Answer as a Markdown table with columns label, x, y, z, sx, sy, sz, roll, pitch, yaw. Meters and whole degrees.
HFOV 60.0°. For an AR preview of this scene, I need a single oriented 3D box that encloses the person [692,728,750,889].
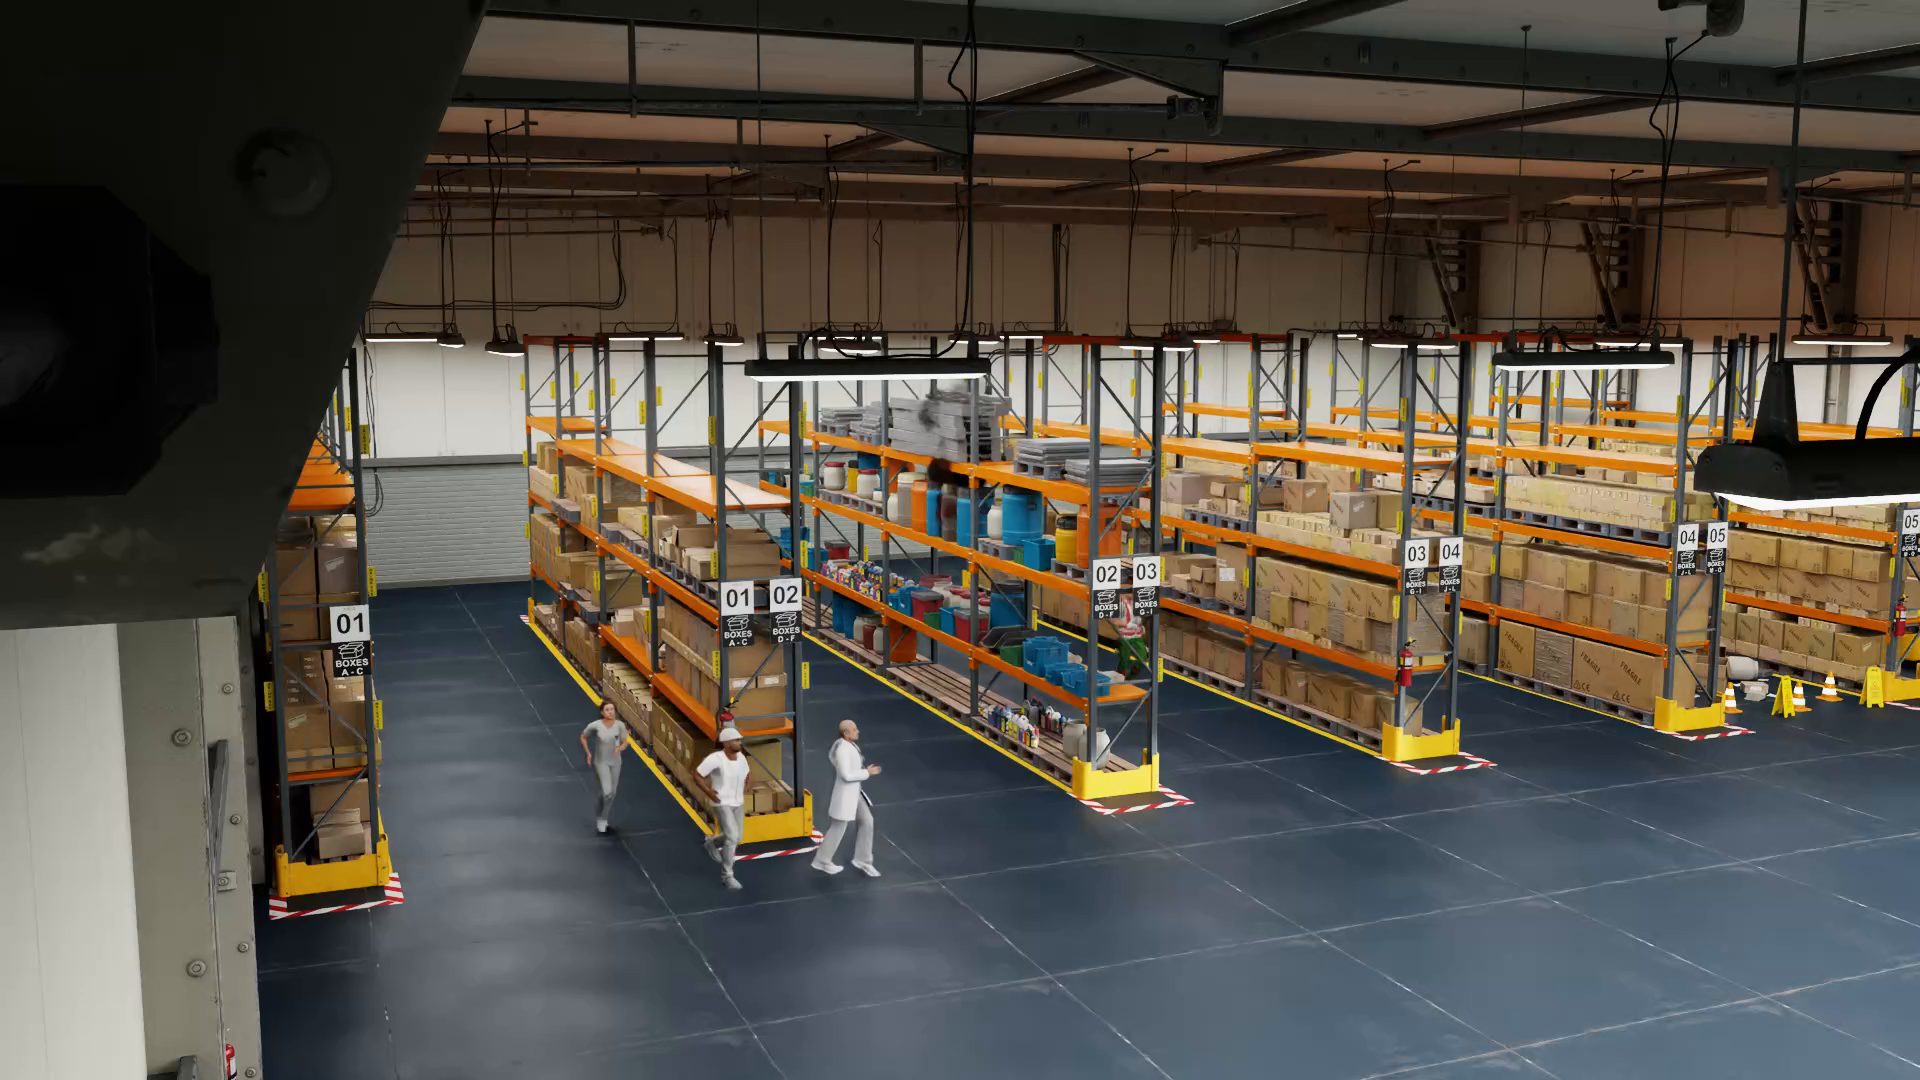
| label | x | y | z | sx | sy | sz | roll | pitch | yaw |
| --- | --- | --- | --- | --- | --- | --- | --- | --- | --- |
| person | -2.635 | 2.991 | 18.925 | 0.866 | 1.729 | 0.731 | 6 | 9 | 36 |

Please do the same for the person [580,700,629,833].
| label | x | y | z | sx | sy | sz | roll | pitch | yaw |
| --- | --- | --- | --- | --- | --- | --- | --- | --- | --- |
| person | -4.364 | 2.787 | 20.562 | 0.538 | 1.652 | 0.643 | -5 | 9 | -30 |

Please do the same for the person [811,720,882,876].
| label | x | y | z | sx | sy | sz | roll | pitch | yaw |
| --- | --- | --- | --- | --- | --- | --- | --- | --- | --- |
| person | -1.280 | 2.952 | 18.887 | 0.813 | 1.856 | 0.712 | 1 | 8 | 9 |

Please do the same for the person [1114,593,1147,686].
| label | x | y | z | sx | sy | sz | roll | pitch | yaw |
| --- | --- | --- | --- | --- | --- | --- | --- | --- | --- |
| person | 2.805 | 1.586 | 26.889 | 0.639 | 1.772 | 0.612 | -5 | 9 | -32 |
